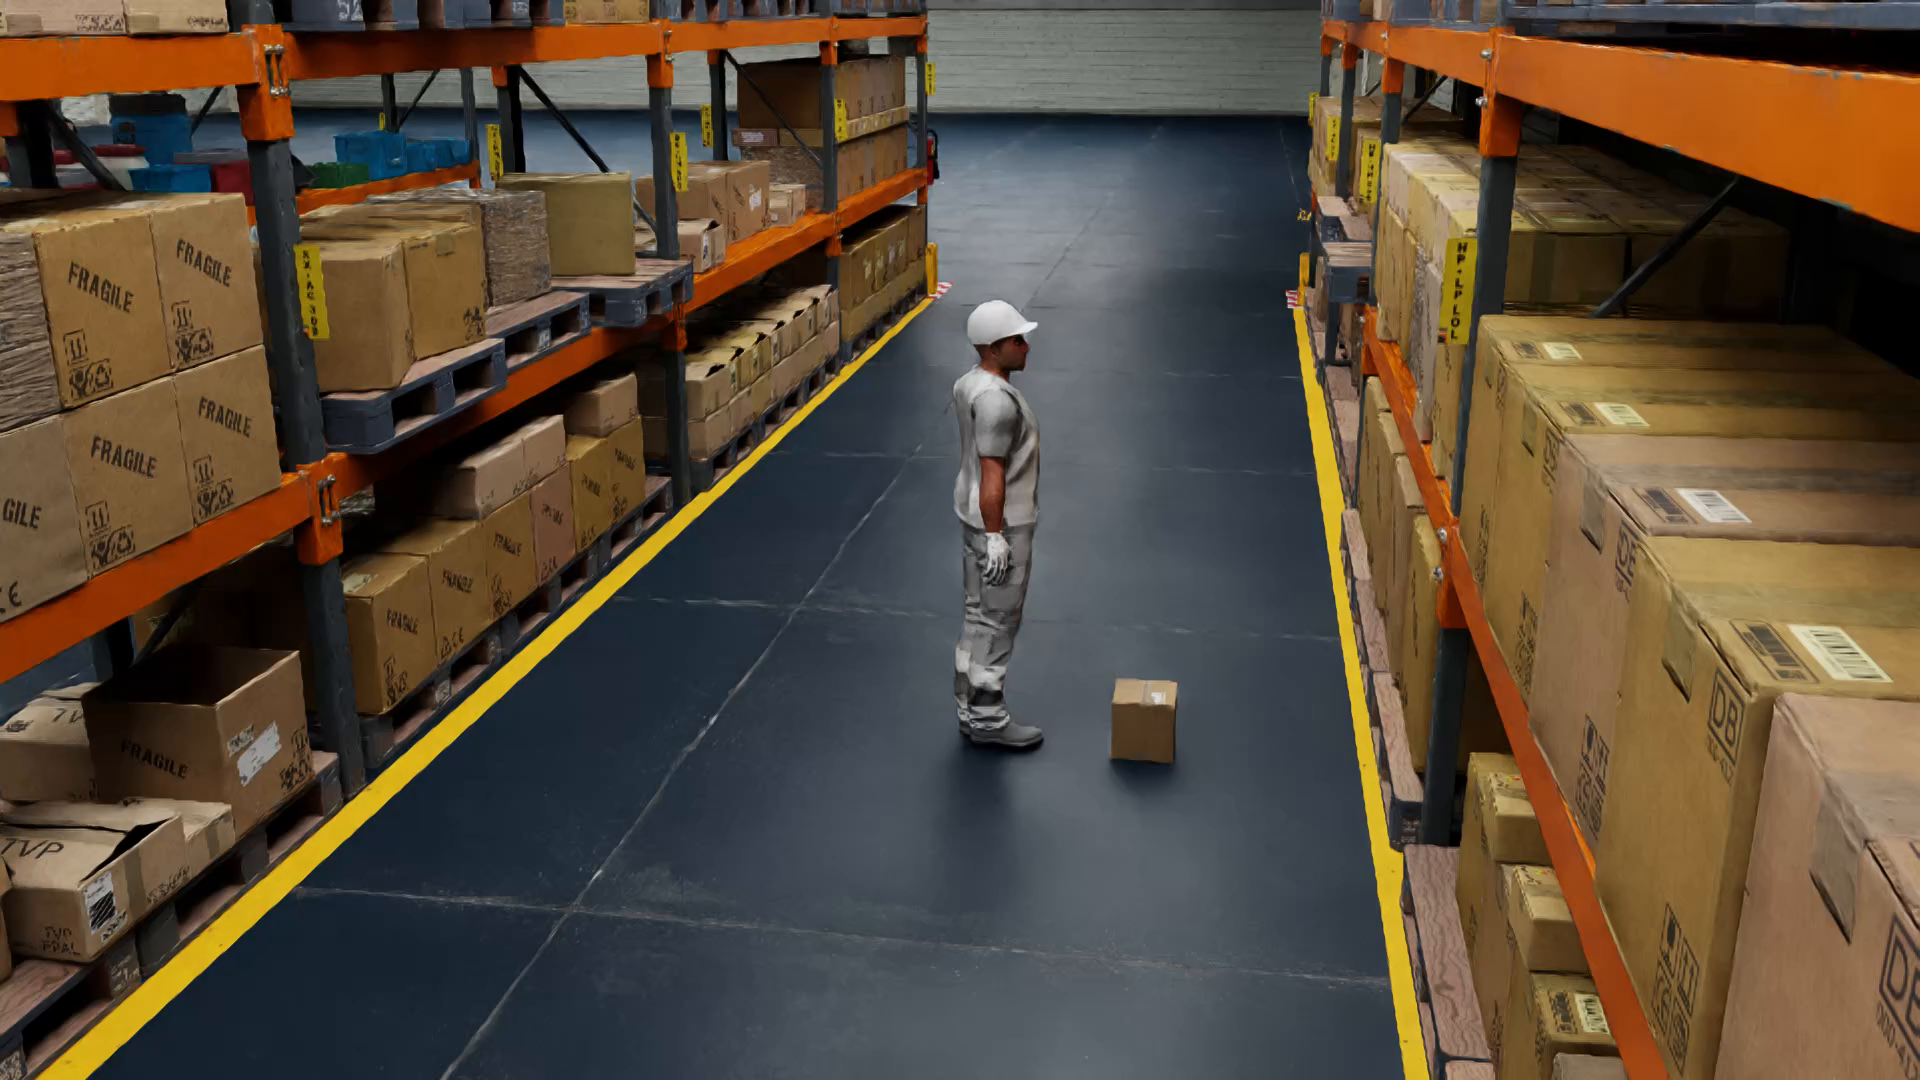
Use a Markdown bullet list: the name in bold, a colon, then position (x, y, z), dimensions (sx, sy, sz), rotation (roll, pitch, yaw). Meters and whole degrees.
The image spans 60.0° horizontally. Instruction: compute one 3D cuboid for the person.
- **person**: position (0.143, -0.070, 6.663), dimensions (0.329, 1.792, 0.655), rotation (-5, 18, -14)
